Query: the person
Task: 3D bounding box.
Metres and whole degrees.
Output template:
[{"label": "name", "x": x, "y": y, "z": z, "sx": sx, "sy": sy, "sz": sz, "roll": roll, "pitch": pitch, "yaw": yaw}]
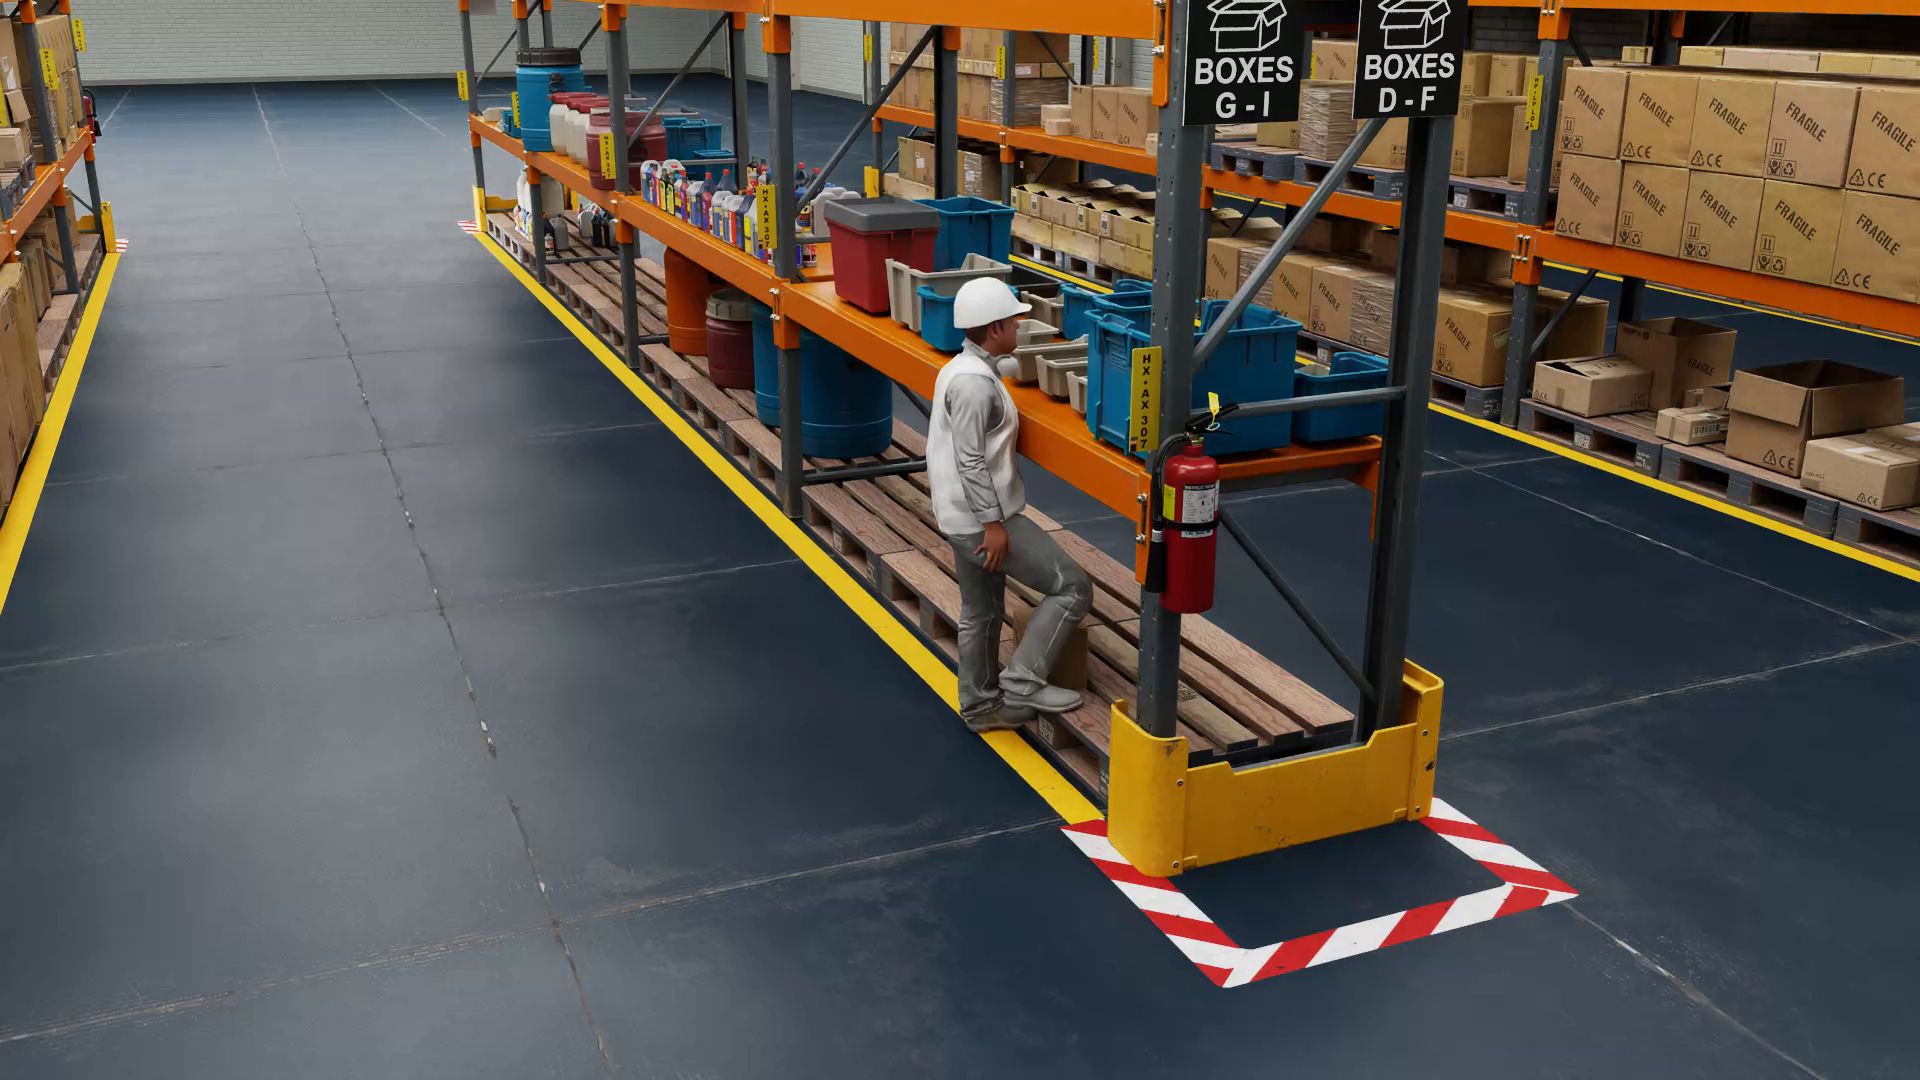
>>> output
[{"label": "person", "x": 0.180, "y": -0.096, "z": 6.271, "sx": 0.611, "sy": 1.777, "sz": 0.636, "roll": -2, "pitch": 19, "yaw": -6}]
